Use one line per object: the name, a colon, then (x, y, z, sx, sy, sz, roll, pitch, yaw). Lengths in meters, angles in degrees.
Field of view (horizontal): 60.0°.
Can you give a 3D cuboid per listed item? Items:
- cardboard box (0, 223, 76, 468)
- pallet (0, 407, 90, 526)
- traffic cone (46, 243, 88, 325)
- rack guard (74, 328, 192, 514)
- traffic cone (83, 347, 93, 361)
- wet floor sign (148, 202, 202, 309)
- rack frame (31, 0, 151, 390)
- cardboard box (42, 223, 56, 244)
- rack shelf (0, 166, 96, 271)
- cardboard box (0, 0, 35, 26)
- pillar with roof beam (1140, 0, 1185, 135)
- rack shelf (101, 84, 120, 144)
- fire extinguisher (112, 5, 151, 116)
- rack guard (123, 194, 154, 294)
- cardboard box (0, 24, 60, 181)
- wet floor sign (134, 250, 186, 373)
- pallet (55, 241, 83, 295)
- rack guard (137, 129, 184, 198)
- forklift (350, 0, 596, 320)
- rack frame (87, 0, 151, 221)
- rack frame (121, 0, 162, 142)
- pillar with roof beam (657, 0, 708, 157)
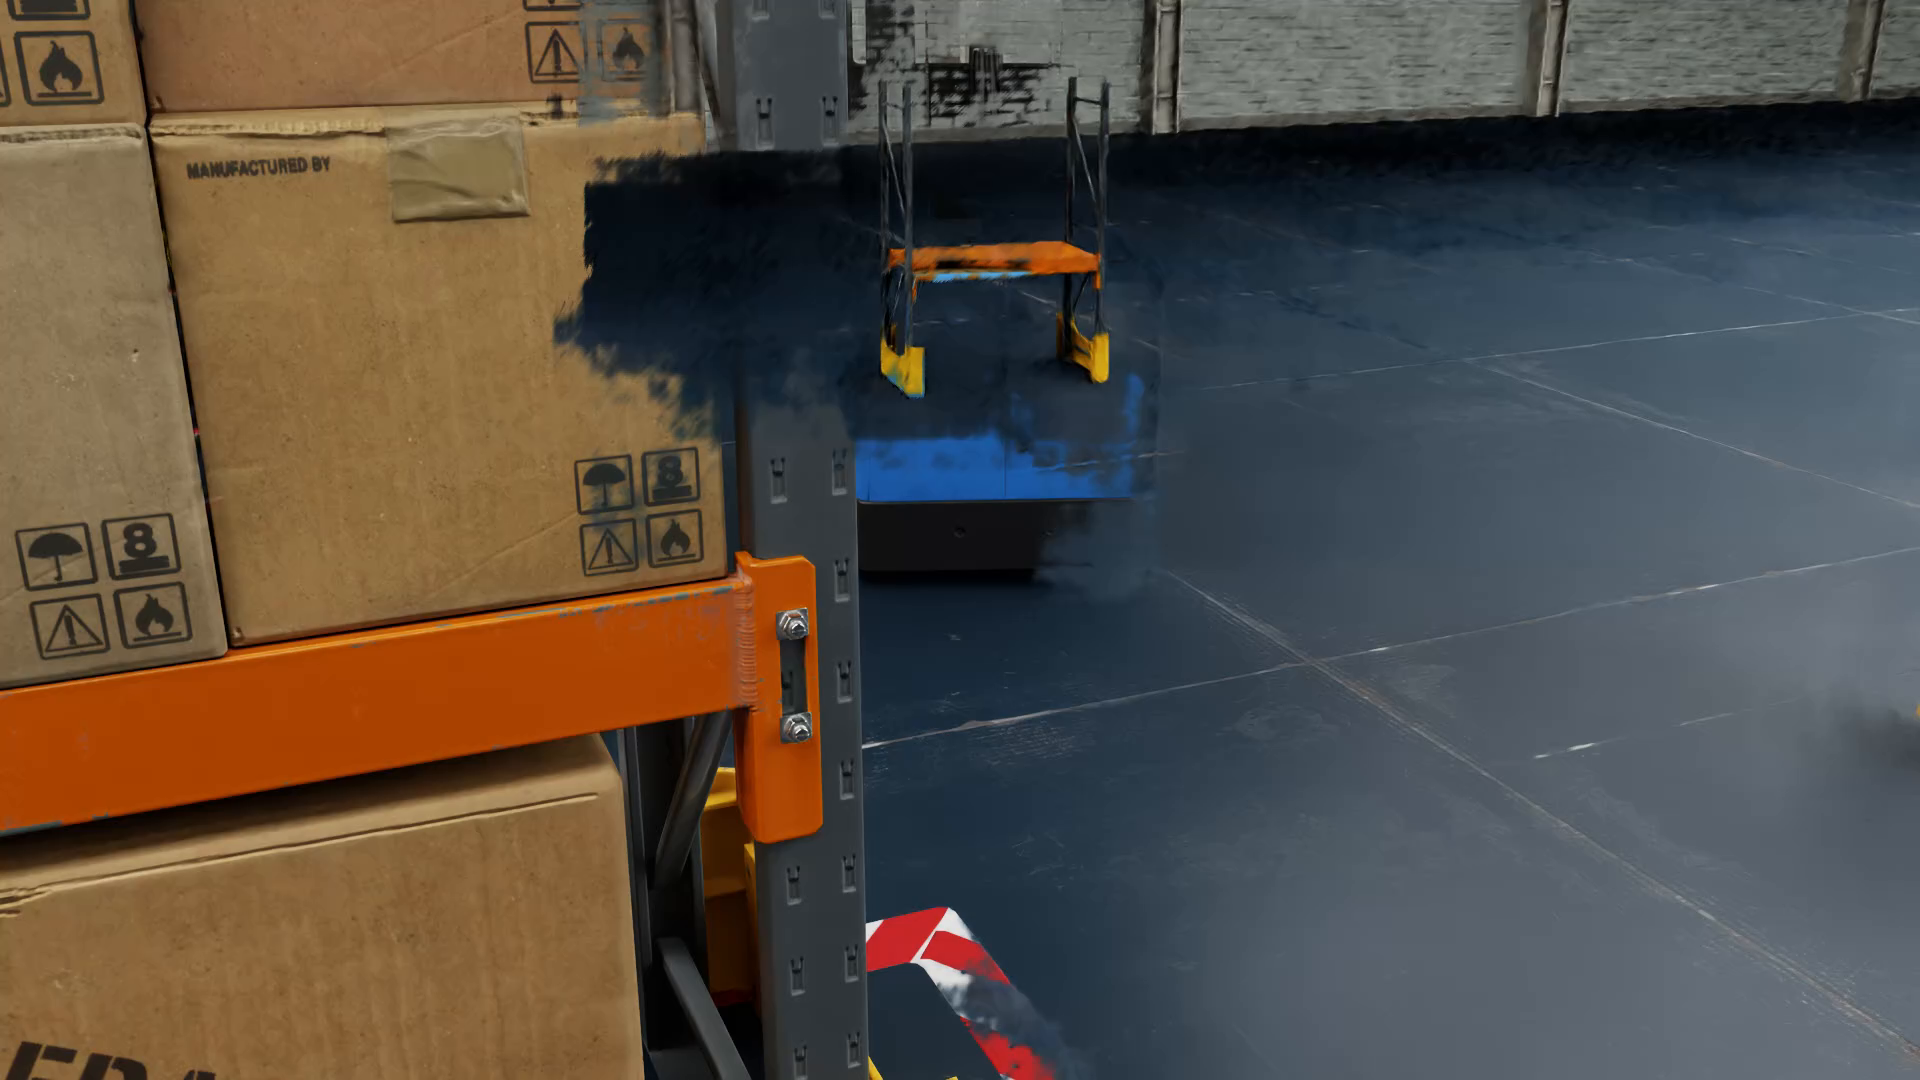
cardboard box: (-0.972, 0.612, 2.333, 0.875, 0.875, 0.875, -8, 21, -22)
pallet: (-1.079, 1.143, 2.458, 1.213, 0.211, 1.003, -8, 21, -22)
traffic cone: (-2.313, -0.151, 5.754, 0.334, 0.463, 0.336, -8, 21, -22)
rack guard: (-0.354, 0.875, 2.785, 0.348, 0.500, 1.175, -8, 21, -22)
traffic cone: (-1.561, 0.143, 4.919, 0.334, 0.463, 0.336, -8, 21, -22)
wet floor sign: (-1.831, -0.386, 6.146, 0.232, 0.644, 0.267, -1, 19, -3)
rack frame: (-0.376, -0.301, 2.361, 0.127, 3.000, 1.000, -8, 21, -22)
cardboard box: (-3.279, -0.677, 6.935, 0.500, 0.250, 0.500, -8, 21, -22)
rack shelf: (-2.212, 0.301, 1.733, 4.000, 0.370, 1.077, -8, 21, -22)
cardboard box: (-0.732, -0.844, 2.052, 0.550, 0.550, 0.875, -8, 21, -22)
pillar with roof beam: (7.329, -6.589, 11.187, 0.400, 9.000, 9.100, -8, 21, -22)
rack shelf: (-4.266, -1.195, 5.983, 4.000, 0.370, 1.077, -8, 21, -22)
fire extinguisher: (-2.142, -1.635, 6.267, 0.183, 0.674, 0.296, -8, 21, -22)
rack guard: (-2.499, -0.608, 6.997, 0.348, 0.500, 1.175, -8, 21, -22)
cardboard box: (-0.699, -0.309, 2.158, 0.550, 0.550, 0.875, -8, 21, -22)
wet floor sign: (-1.133, 0.202, 4.478, 0.232, 0.644, 0.267, -12, 23, -31)
pallet: (-3.259, -0.376, 6.772, 1.213, 0.211, 1.003, -8, 21, -22)
rack guard: (-4.377, -2.135, 11.332, 0.348, 0.500, 1.175, -8, 21, -22)
forklift: (0.067, -1.716, 6.482, 1.130, 2.935, 3.031, -1, 19, -3)
rack frame: (-2.429, -1.797, 6.610, 0.127, 3.000, 1.000, -8, 21, -22)
rack frame: (-4.399, -3.311, 10.908, 0.127, 3.000, 1.000, -8, 21, -22)
pillar with roof beam: (1.819, -5.800, 8.945, 0.400, 9.000, 9.100, -8, 21, -22)
